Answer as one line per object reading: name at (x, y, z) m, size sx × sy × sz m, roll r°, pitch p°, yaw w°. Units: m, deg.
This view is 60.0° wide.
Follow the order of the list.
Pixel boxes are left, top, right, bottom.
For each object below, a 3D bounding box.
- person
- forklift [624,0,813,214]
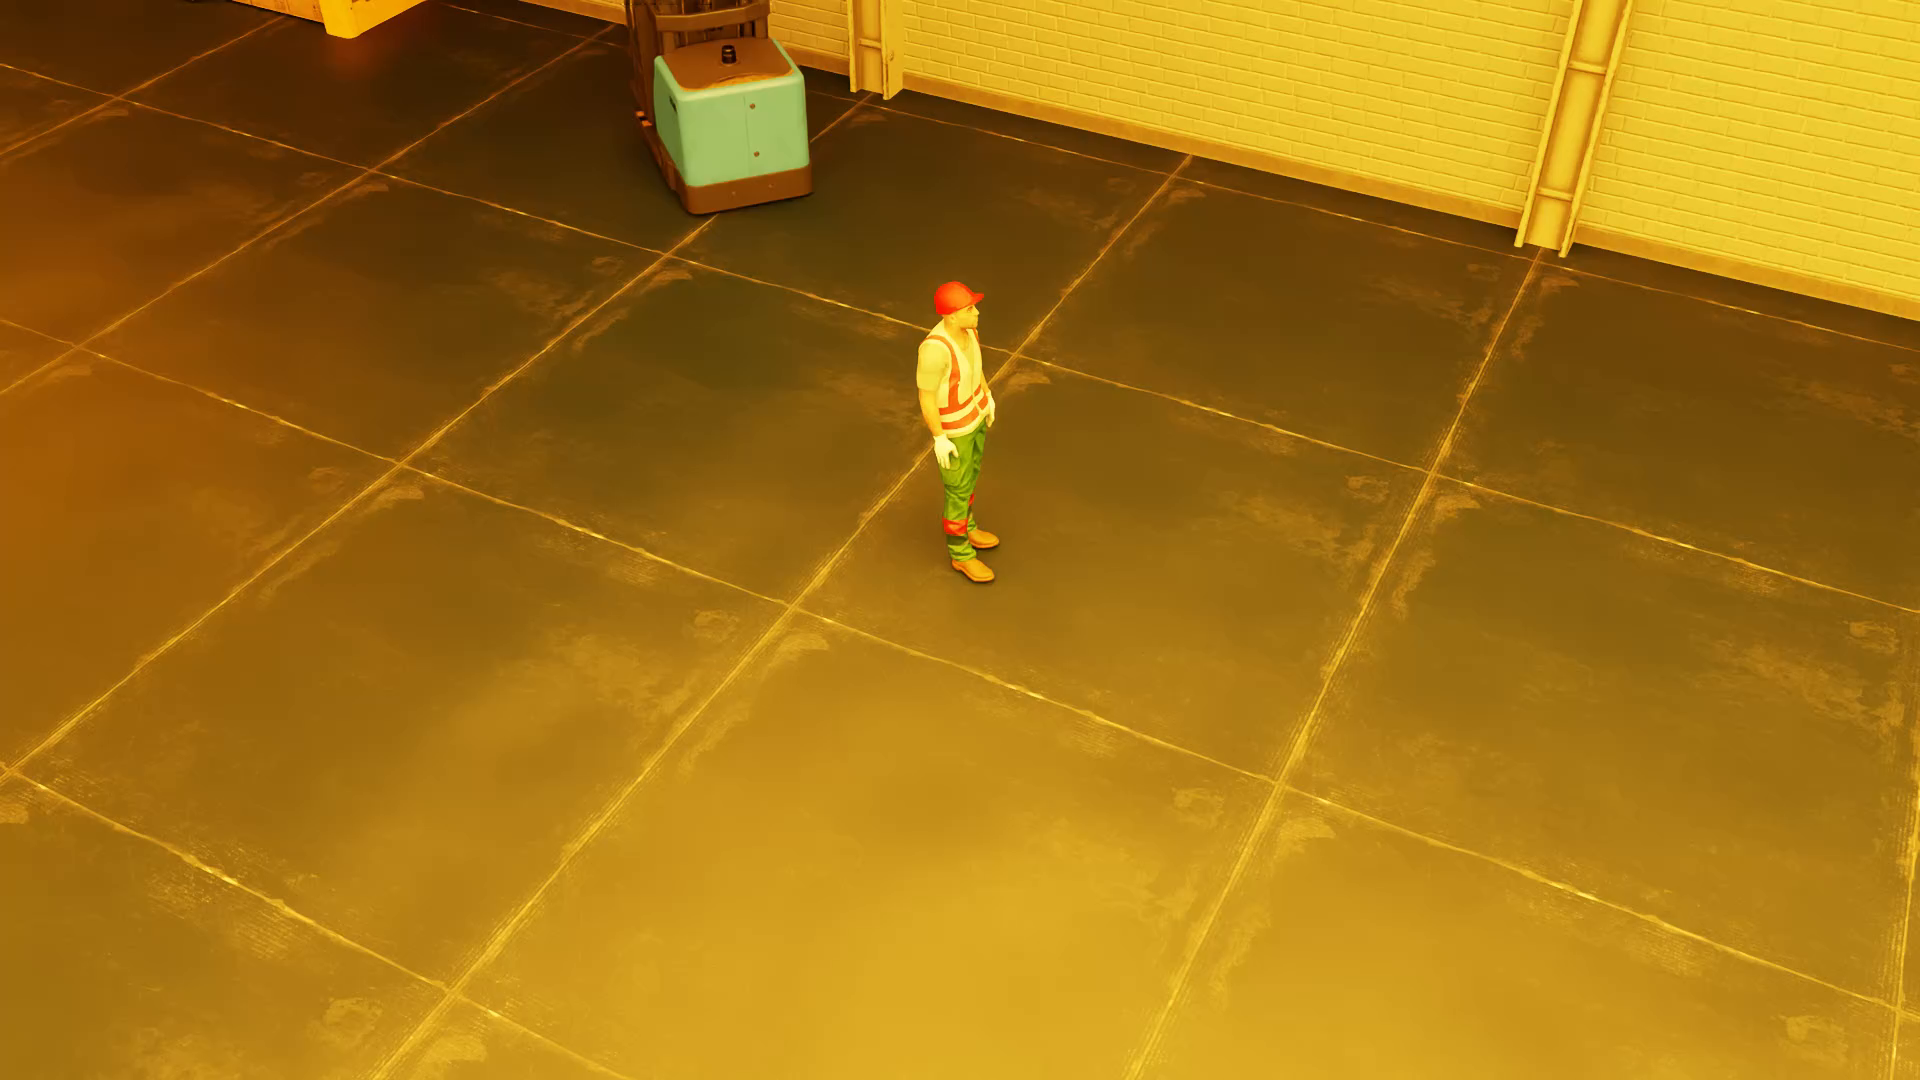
person at (0.065, -0.659, 9.644) m, size 0.564 × 1.787 × 0.637 m, roll 18°, pitch 43°, yaw 21°
forklift at (-2.205, -4.667, 13.527) m, size 1.130 × 2.935 × 3.031 m, roll -14°, pitch 42°, yaw -16°
